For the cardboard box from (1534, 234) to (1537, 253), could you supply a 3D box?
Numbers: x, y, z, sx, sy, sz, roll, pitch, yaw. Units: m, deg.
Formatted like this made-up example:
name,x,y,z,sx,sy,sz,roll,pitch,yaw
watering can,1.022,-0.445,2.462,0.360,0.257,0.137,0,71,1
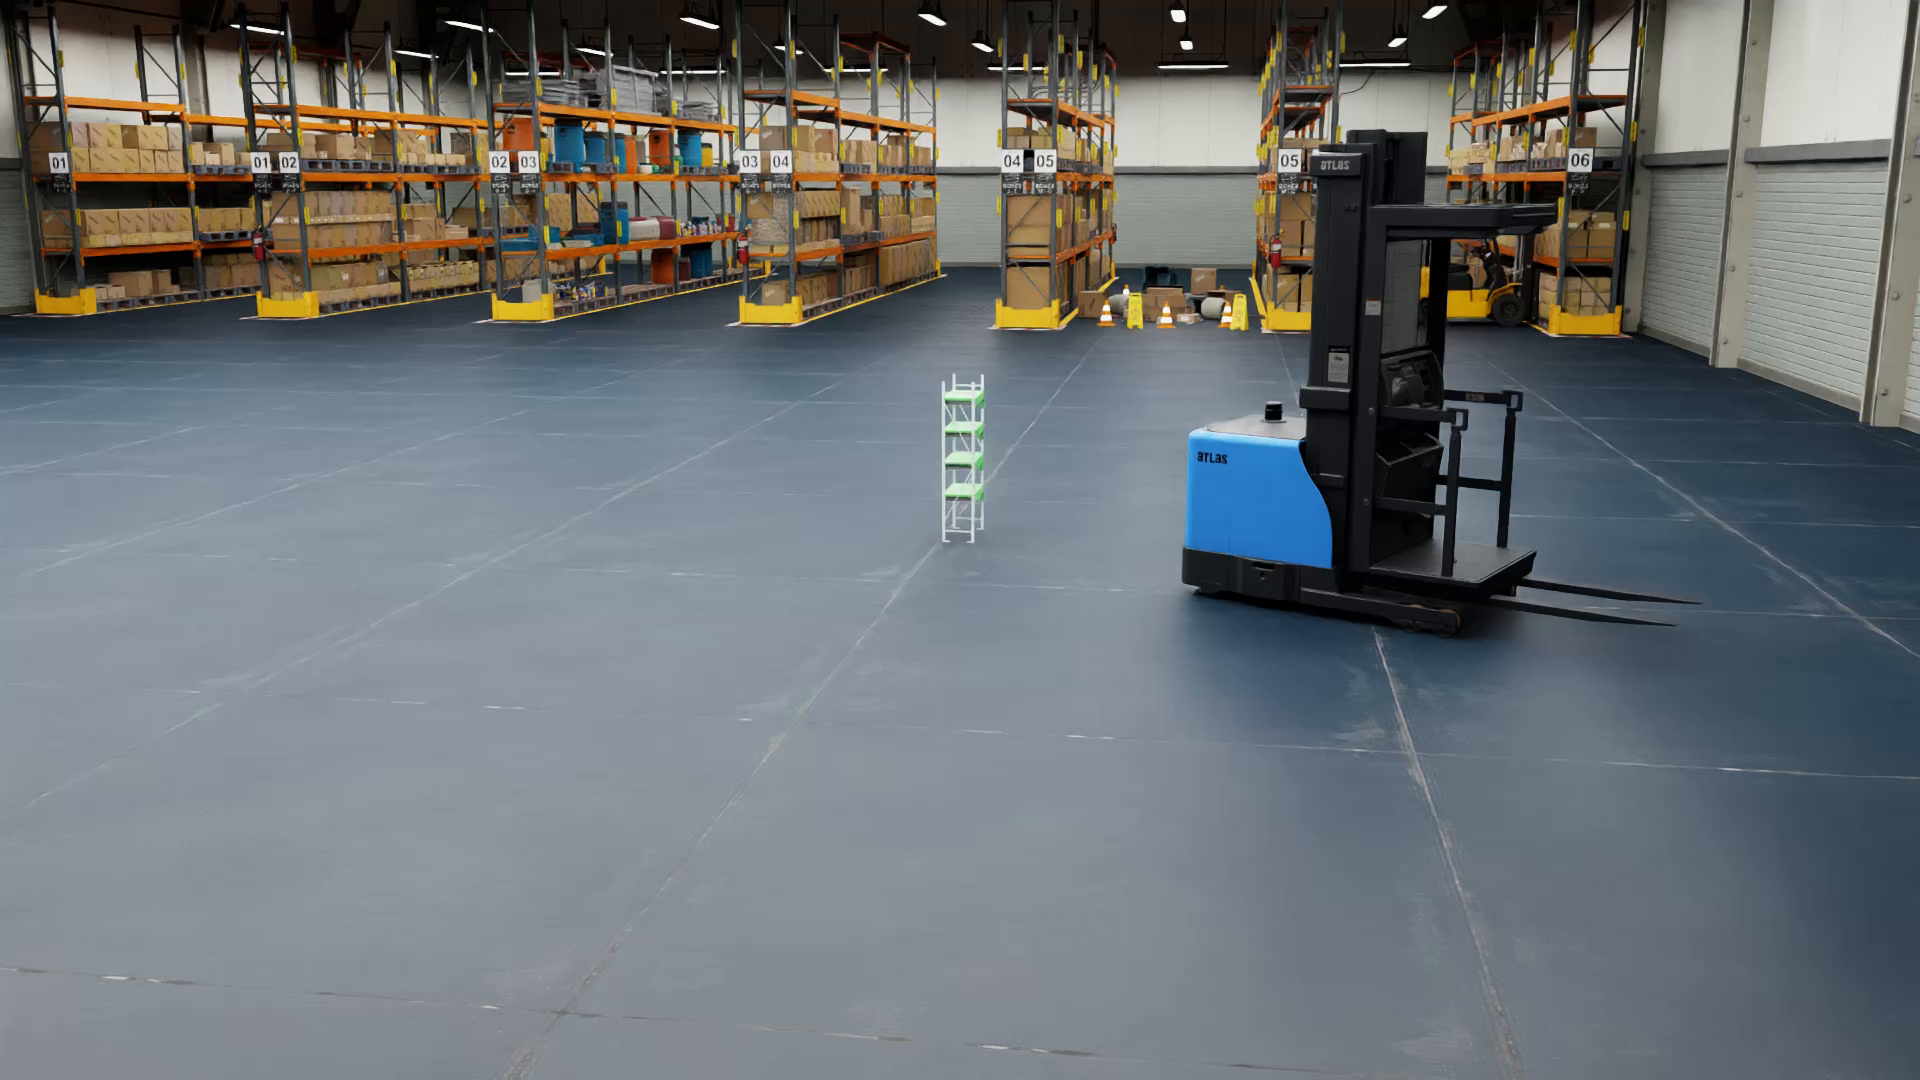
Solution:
name,x,y,z,sx,sy,sz,roll,pitch,yaw
cardboard box,11.222,-5.721,31.682,0.500,0.500,0.500,2,12,8

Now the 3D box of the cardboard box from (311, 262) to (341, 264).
name,x,y,z,sx,sy,sz,roll,pitch,yaw
cardboard box,-13.405,-5.602,35.119,0.500,0.500,0.500,2,12,9

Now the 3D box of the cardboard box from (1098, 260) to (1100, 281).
name,x,y,z,sx,sy,sz,roll,pitch,yaw
cardboard box,3.243,-6.756,41.660,0.500,0.500,0.500,2,12,8

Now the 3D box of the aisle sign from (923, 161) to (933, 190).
name,x,y,z,sx,sy,sz,roll,pitch,yaw
aisle sign,-0.855,-10.226,46.651,0.394,0.787,0.004,2,12,9

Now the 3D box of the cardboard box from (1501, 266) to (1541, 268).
name,x,y,z,sx,sy,sz,roll,pitch,yaw
cardboard box,12.102,-5.582,35.914,0.875,0.625,0.625,2,12,11

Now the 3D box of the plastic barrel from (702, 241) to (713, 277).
name,x,y,z,sx,sy,sz,roll,pitch,yaw
plastic barrel,-6.772,-7.344,43.436,0.600,0.901,0.708,2,12,9

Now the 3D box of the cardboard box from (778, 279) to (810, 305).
name,x,y,z,sx,sy,sz,roll,pitch,yaw
cardboard box,-3.338,-4.987,33.450,0.500,0.500,0.500,3,13,14

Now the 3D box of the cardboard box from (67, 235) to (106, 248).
name,x,y,z,sx,sy,sz,roll,pitch,yaw
cardboard box,-17.918,-6.128,34.117,0.500,0.250,0.500,2,12,7

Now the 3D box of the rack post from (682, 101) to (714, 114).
name,x,y,z,sx,sy,sz,roll,pitch,yaw
rack post,-6.832,-10.999,42.349,0.937,0.300,0.954,2,12,8

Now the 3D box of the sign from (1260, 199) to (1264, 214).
name,x,y,z,sx,sy,sz,roll,pitch,yaw
sign,6.850,-7.546,37.642,0.100,0.325,0.005,2,12,9

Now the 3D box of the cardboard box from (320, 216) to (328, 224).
name,x,y,z,sx,sy,sz,roll,pitch,yaw
cardboard box,-13.060,-6.488,33.703,0.380,0.149,0.250,2,12,9

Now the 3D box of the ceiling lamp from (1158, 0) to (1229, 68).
name,x,y,z,sx,sy,sz,roll,pitch,yaw
ceiling lamp,6.647,-15.052,47.121,2.000,3.185,0.800,2,12,9

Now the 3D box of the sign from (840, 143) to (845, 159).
name,x,y,z,sx,sy,sz,roll,pitch,yaw
sign,-2.471,-8.155,34.865,0.100,0.325,0.005,2,12,9

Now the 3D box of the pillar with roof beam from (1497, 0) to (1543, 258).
name,x,y,z,sx,sy,sz,roll,pitch,yaw
pillar with roof beam,9.663,-10.824,41.357,9.100,9.000,0.548,2,12,9

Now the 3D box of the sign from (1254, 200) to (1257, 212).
name,x,y,z,sx,sy,sz,roll,pitch,yaw
sign,8.082,-9.110,45.400,0.100,0.325,0.005,2,12,9

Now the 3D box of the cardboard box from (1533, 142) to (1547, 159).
name,x,y,z,sx,sy,sz,roll,pitch,yaw
cardboard box,11.320,-7.482,31.949,0.500,0.311,0.500,2,12,10

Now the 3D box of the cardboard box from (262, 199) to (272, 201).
name,x,y,z,sx,sy,sz,roll,pitch,yaw
cardboard box,-17.263,-8.439,41.761,0.500,0.250,0.500,2,12,10

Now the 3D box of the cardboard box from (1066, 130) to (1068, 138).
name,x,y,z,sx,sy,sz,roll,pitch,yaw
cardboard box,1.864,-7.802,31.924,0.380,0.149,0.250,2,12,9

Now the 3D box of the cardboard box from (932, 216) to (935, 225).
name,x,y,z,sx,sy,sz,roll,pitch,yaw
cardboard box,-0.975,-8.912,46.377,0.500,0.250,0.500,2,12,8

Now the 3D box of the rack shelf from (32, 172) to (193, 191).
name,x,y,z,sx,sy,sz,roll,pitch,yaw
rack shelf,-17.999,-7.631,35.372,1.077,0.370,4.000,2,12,9

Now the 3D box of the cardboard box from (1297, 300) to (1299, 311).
name,x,y,z,sx,sy,sz,roll,pitch,yaw
cardboard box,6.723,-4.538,31.960,0.500,0.250,0.500,3,12,12

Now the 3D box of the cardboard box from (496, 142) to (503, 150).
name,x,y,z,sx,sy,sz,roll,pitch,yaw
cardboard box,-11.918,-9.828,42.384,0.600,0.600,0.600,1,12,6

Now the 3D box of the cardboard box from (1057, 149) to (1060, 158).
name,x,y,z,sx,sy,sz,roll,pitch,yaw
cardboard box,1.632,-7.096,30.541,0.380,0.149,0.250,2,12,9

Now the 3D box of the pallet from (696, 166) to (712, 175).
name,x,y,z,sx,sy,sz,roll,pitch,yaw
pallet,-6.867,-9.249,41.618,1.003,0.211,1.213,2,12,9

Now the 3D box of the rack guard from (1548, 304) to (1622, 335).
name,x,y,z,sx,sy,sz,roll,pitch,yaw
rack guard,11.070,-3.911,29.453,1.175,0.500,0.348,2,12,9

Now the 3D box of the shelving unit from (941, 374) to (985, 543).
name,x,y,z,sx,sy,sz,roll,pitch,yaw
shelving unit,0.025,-0.621,12.527,0.258,1.200,0.503,2,12,9

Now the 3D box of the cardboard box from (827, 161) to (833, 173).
name,x,y,z,sx,sy,sz,roll,pitch,yaw
cardboard box,-2.911,-7.633,34.027,0.500,0.250,0.500,2,12,10

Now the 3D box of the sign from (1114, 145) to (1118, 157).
name,x,y,z,sx,sy,sz,roll,pitch,yaw
sign,4.268,-10.645,45.545,0.100,0.325,0.005,2,12,9

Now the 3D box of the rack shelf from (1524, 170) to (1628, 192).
name,x,y,z,sx,sy,sz,roll,pitch,yaw
rack shelf,11.382,-6.669,30.905,1.077,0.370,4.000,2,12,9

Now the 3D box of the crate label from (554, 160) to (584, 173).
name,x,y,z,sx,sy,sz,roll,pitch,yaw
crate label,-7.903,-7.552,33.648,0.502,0.251,0.408,2,12,9

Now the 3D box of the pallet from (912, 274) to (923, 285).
name,x,y,z,sx,sy,sz,roll,pitch,yaw
pallet,-1.583,-6.909,44.053,1.003,0.211,1.213,2,12,9

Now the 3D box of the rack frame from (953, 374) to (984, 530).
name,x,y,z,sx,sy,sz,roll,pitch,yaw
rack frame,0.063,-0.672,12.763,0.240,1.200,0.015,2,12,9

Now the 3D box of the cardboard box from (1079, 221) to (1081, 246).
name,x,y,z,sx,sy,sz,roll,pitch,yaw
cardboard box,2.301,-6.525,35.411,0.500,0.500,0.500,2,12,9

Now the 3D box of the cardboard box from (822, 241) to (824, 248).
name,x,y,z,sx,sy,sz,roll,pitch,yaw
cardboard box,-2.992,-6.016,33.884,0.380,0.149,0.250,2,12,9

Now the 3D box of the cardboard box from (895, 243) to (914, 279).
name,x,y,z,sx,sy,sz,roll,pitch,yaw
cardboard box,-1.856,-7.150,42.595,1.225,0.875,0.875,2,12,9

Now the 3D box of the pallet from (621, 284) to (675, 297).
name,x,y,z,sx,sy,sz,roll,pitch,yaw
pallet,-7.444,-5.922,39.469,1.003,0.211,1.213,2,12,9

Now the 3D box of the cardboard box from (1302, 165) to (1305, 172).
name,x,y,z,sx,sy,sz,roll,pitch,yaw
cardboard box,6.705,-7.080,31.701,0.380,0.149,0.250,2,12,8

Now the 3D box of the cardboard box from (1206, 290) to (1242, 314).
name,x,y,z,sx,sy,sz,roll,pitch,yaw
cardboard box,5.275,-4.731,33.252,0.500,0.500,0.500,-10,16,-40

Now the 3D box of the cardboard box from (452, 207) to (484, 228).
name,x,y,z,sx,sy,sz,roll,pitch,yaw
cardboard box,-12.195,-7.995,41.237,0.700,0.500,0.500,-2,12,-10

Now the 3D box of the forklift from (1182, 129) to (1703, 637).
name,x,y,z,sx,sy,sz,roll,pitch,yaw
forklift,2.942,-0.985,10.106,3.031,2.935,1.130,9,15,35

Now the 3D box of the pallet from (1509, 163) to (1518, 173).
name,x,y,z,sx,sy,sz,roll,pitch,yaw
pallet,12.119,-7.800,34.895,1.003,0.211,1.213,2,12,11

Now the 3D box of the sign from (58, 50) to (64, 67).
name,x,y,z,sx,sy,sz,roll,pitch,yaw
sign,-17.770,-9.511,32.860,0.100,0.325,0.005,2,12,9

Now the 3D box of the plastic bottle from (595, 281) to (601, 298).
name,x,y,z,sx,sy,sz,roll,pitch,yaw
plastic bottle,-7.746,-5.349,35.436,0.144,0.351,0.185,1,12,6

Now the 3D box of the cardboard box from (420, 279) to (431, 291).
name,x,y,z,sx,sy,sz,roll,pitch,yaw
cardboard box,-12.409,-5.817,37.894,0.500,0.250,0.500,2,12,10

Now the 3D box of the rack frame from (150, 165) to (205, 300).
name,x,y,z,sx,sy,sz,roll,pitch,yaw
rack frame,-17.691,-6.933,37.544,1.000,3.000,0.127,2,12,9

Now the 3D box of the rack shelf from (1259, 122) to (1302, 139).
name,x,y,z,sx,sy,sz,roll,pitch,yaw
rack shelf,8.322,-10.598,42.965,1.077,0.370,4.000,2,12,9

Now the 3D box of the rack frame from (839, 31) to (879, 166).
name,x,y,z,sx,sy,sz,roll,pitch,yaw
rack frame,-2.393,-10.217,38.541,1.000,3.000,0.127,2,12,9

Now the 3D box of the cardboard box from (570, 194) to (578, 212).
name,x,y,z,sx,sy,sz,roll,pitch,yaw
cardboard box,-10.978,-9.387,46.321,0.500,0.500,0.500,2,12,10

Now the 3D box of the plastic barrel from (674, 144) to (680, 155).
name,x,y,z,sx,sy,sz,roll,pitch,yaw
plastic barrel,-7.163,-9.557,41.278,0.433,0.535,0.433,0,12,0

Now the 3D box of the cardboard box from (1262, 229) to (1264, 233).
name,x,y,z,sx,sy,sz,roll,pitch,yaw
cardboard box,7.283,-7.110,38.723,0.500,0.250,0.500,2,12,10
